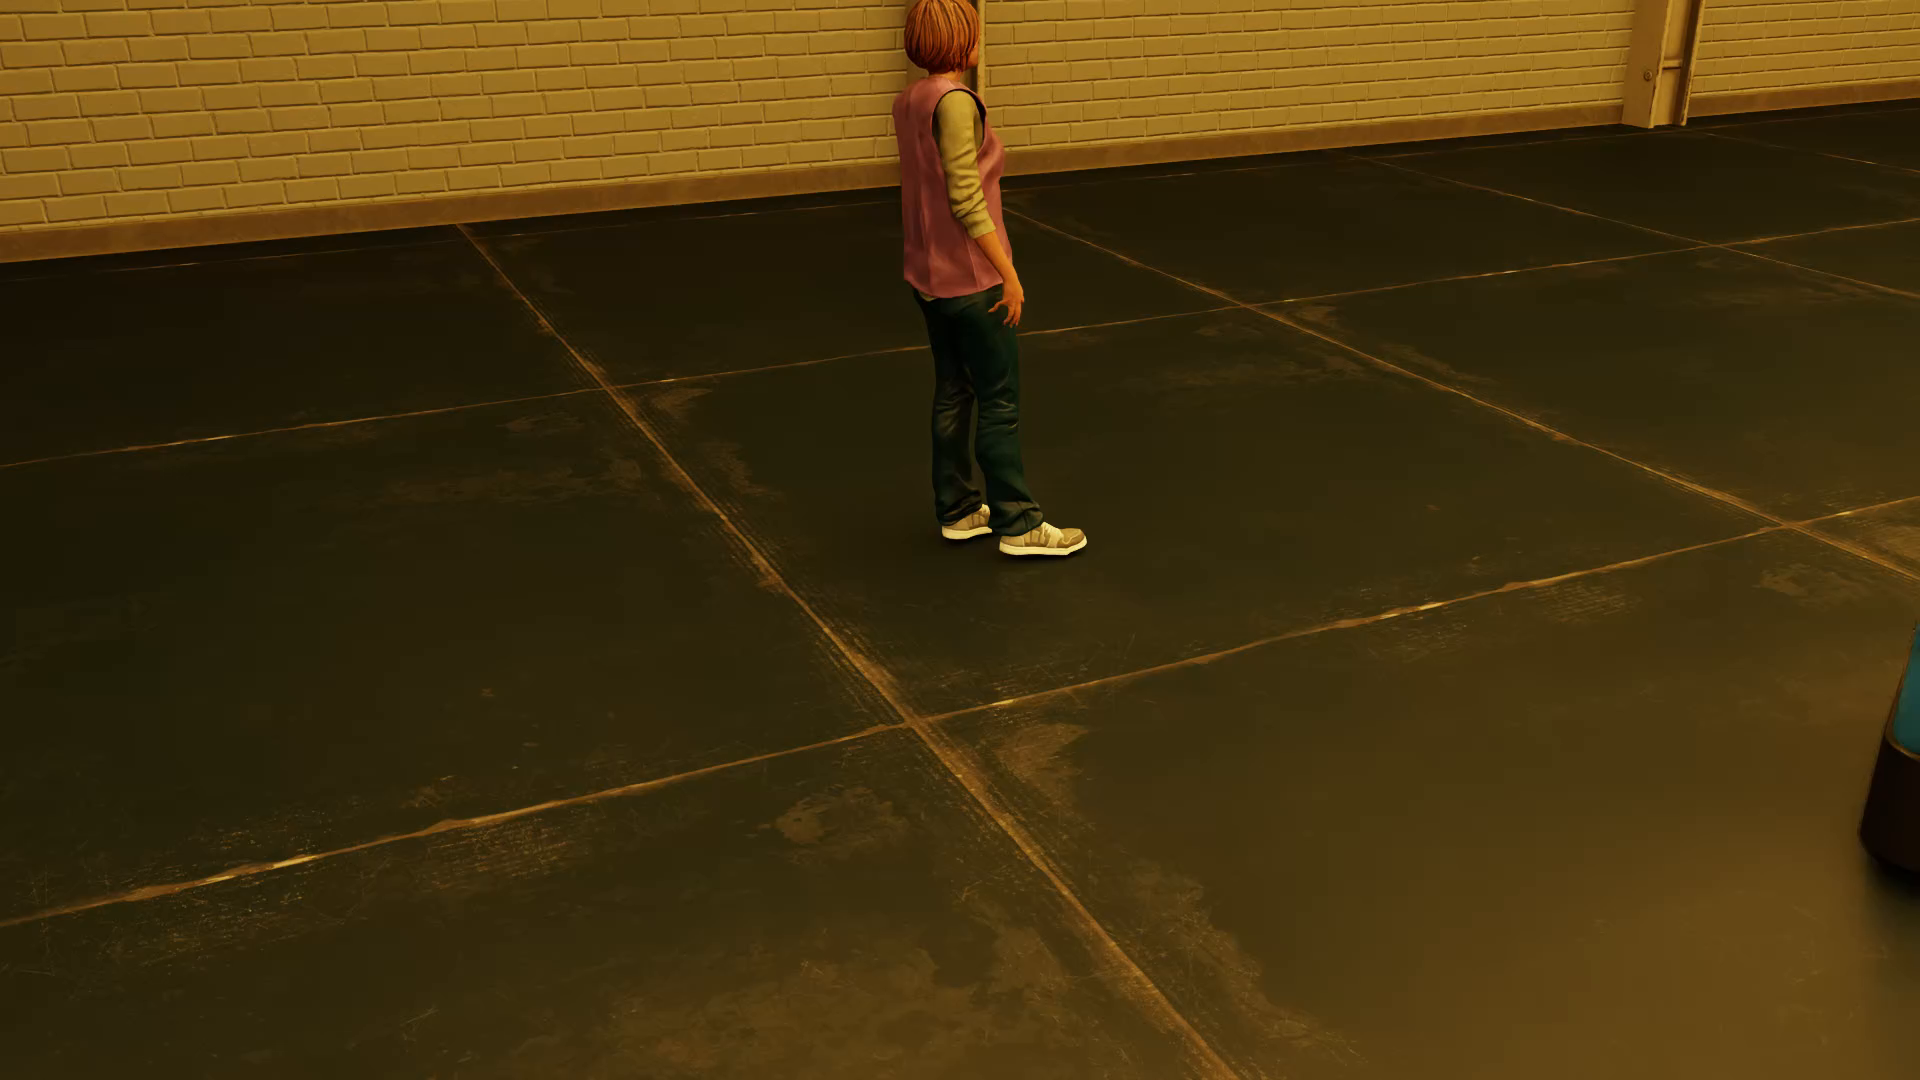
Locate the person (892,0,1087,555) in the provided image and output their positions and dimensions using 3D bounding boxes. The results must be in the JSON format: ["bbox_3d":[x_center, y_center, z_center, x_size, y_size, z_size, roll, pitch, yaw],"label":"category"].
[{"bbox_3d":[0.073,-0.751,4.814,0.476,1.597,0.520,-10,25,-23],"label":"person"}]

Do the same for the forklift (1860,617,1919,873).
[{"bbox_3d":[3.367,-0.493,2.472,3.031,2.935,1.130,14,27,31],"label":"forklift"}]
